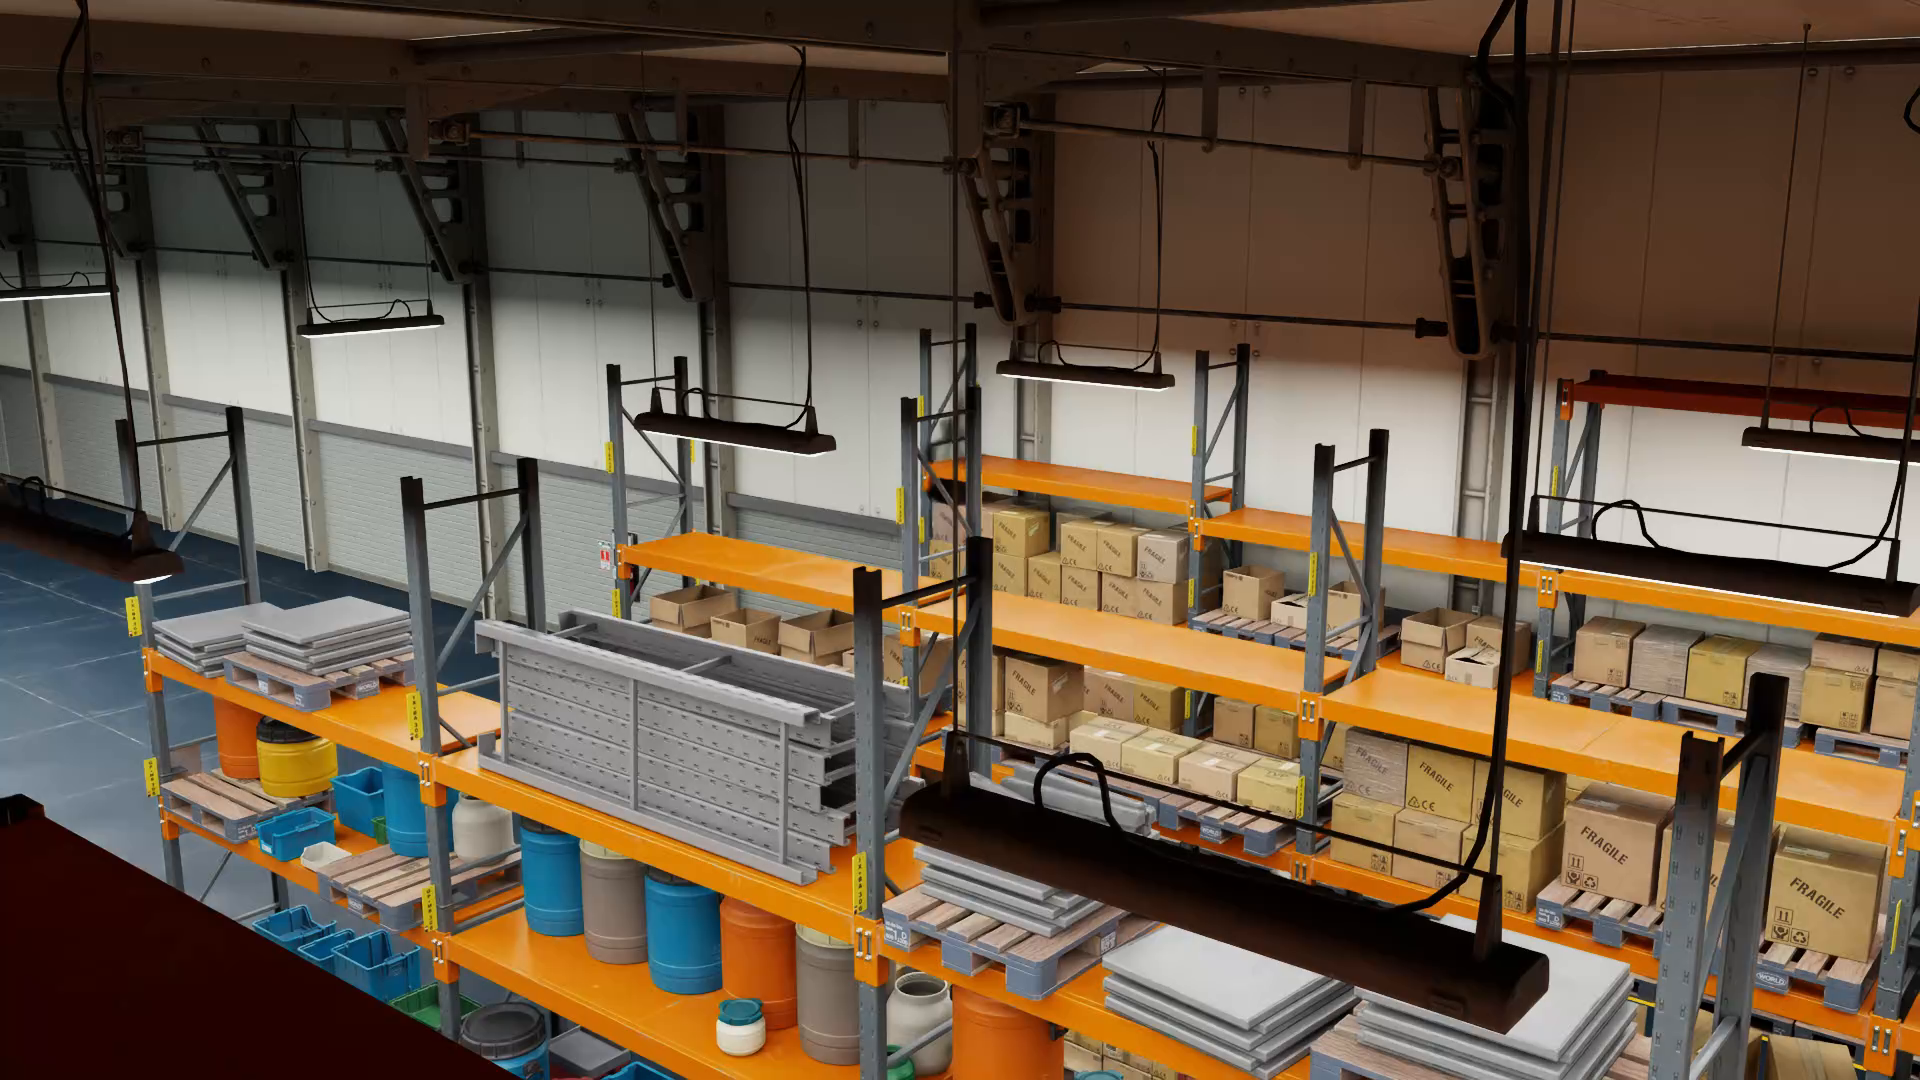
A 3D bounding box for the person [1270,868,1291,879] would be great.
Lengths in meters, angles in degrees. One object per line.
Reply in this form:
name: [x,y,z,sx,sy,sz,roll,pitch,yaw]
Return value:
person: [3.189,3.697,16.243,0.797,1.665,0.576,7,14,29]
